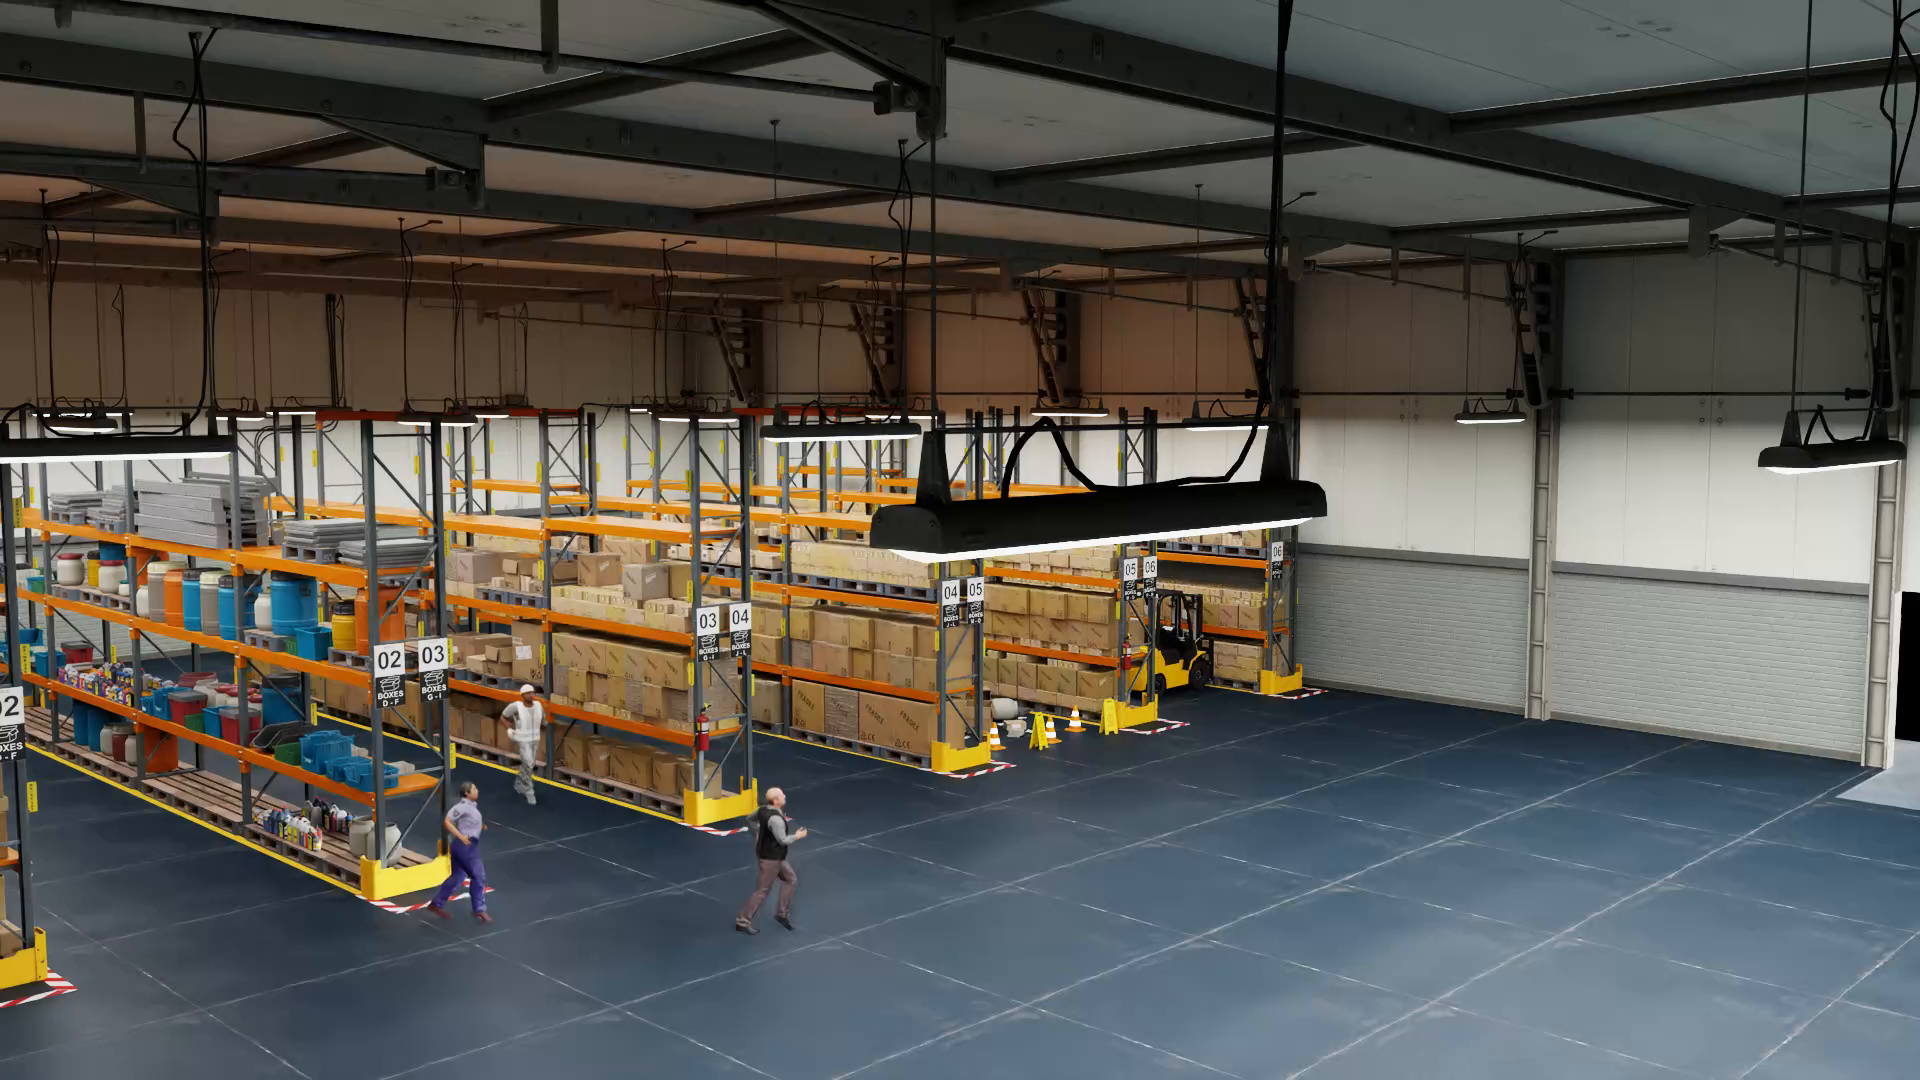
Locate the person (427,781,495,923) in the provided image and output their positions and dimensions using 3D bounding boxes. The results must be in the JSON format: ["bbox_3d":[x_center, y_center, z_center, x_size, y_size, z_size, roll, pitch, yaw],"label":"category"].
[{"bbox_3d":[-6.020,3.759,20.053,0.763,1.691,0.627,-1,5,-15],"label":"person"}]

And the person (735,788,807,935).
[{"bbox_3d":[-2.224,3.757,19.427,0.887,1.760,0.662,-2,5,-18],"label":"person"}]

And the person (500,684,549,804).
[{"bbox_3d":[-6.728,3.155,25.867,0.803,1.848,0.659,4,7,40],"label":"person"}]

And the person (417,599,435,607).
[{"bbox_3d":[-12.787,2.024,39.550,0.866,1.689,0.703,2,5,21],"label":"person"}]
